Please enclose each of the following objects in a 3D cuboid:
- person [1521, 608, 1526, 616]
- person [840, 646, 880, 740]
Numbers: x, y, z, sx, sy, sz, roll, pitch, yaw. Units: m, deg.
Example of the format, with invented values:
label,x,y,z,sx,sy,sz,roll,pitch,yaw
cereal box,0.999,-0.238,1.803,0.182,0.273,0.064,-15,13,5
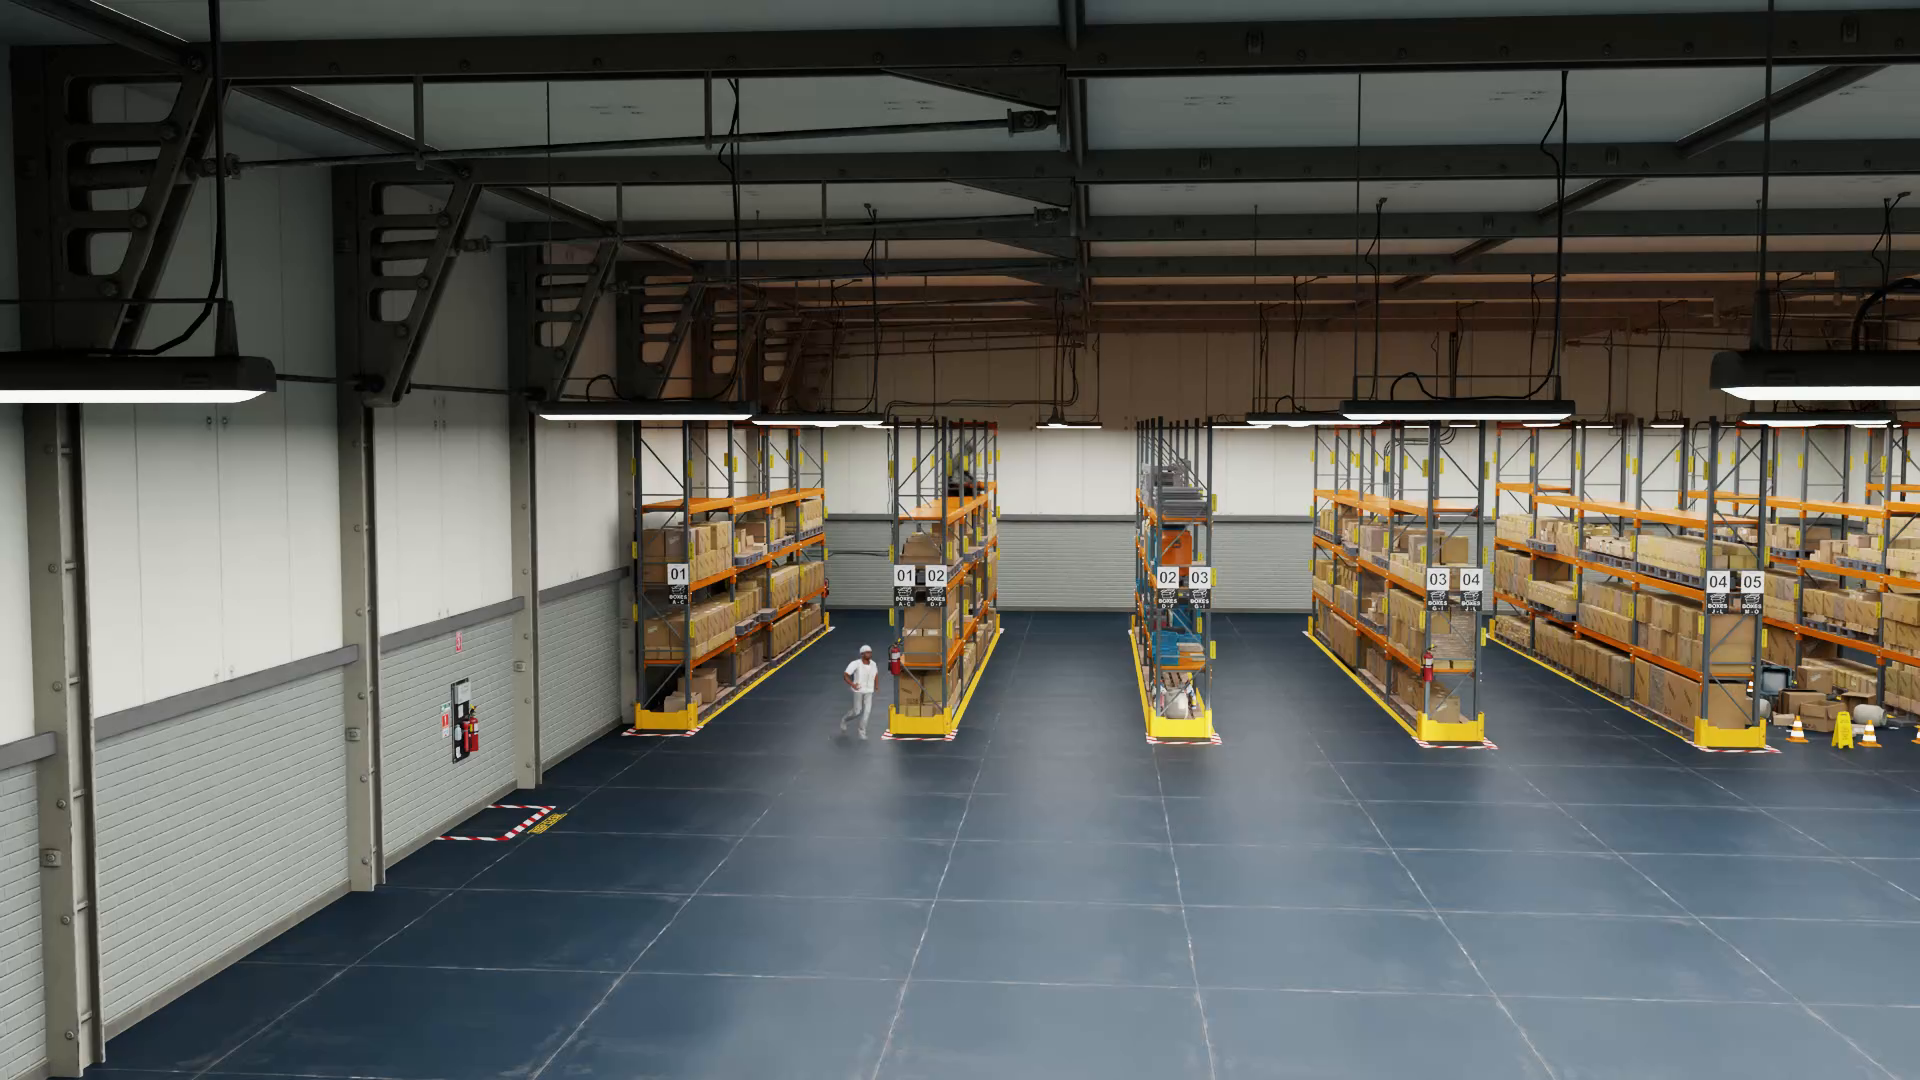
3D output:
label,x,y,z,sx,sy,sz,roll,pitch,yaw
person,16.205,1.772,47.214,0.665,1.757,0.705,0,4,-3
person,-1.798,2.832,31.093,0.763,1.718,0.860,-2,4,-32
